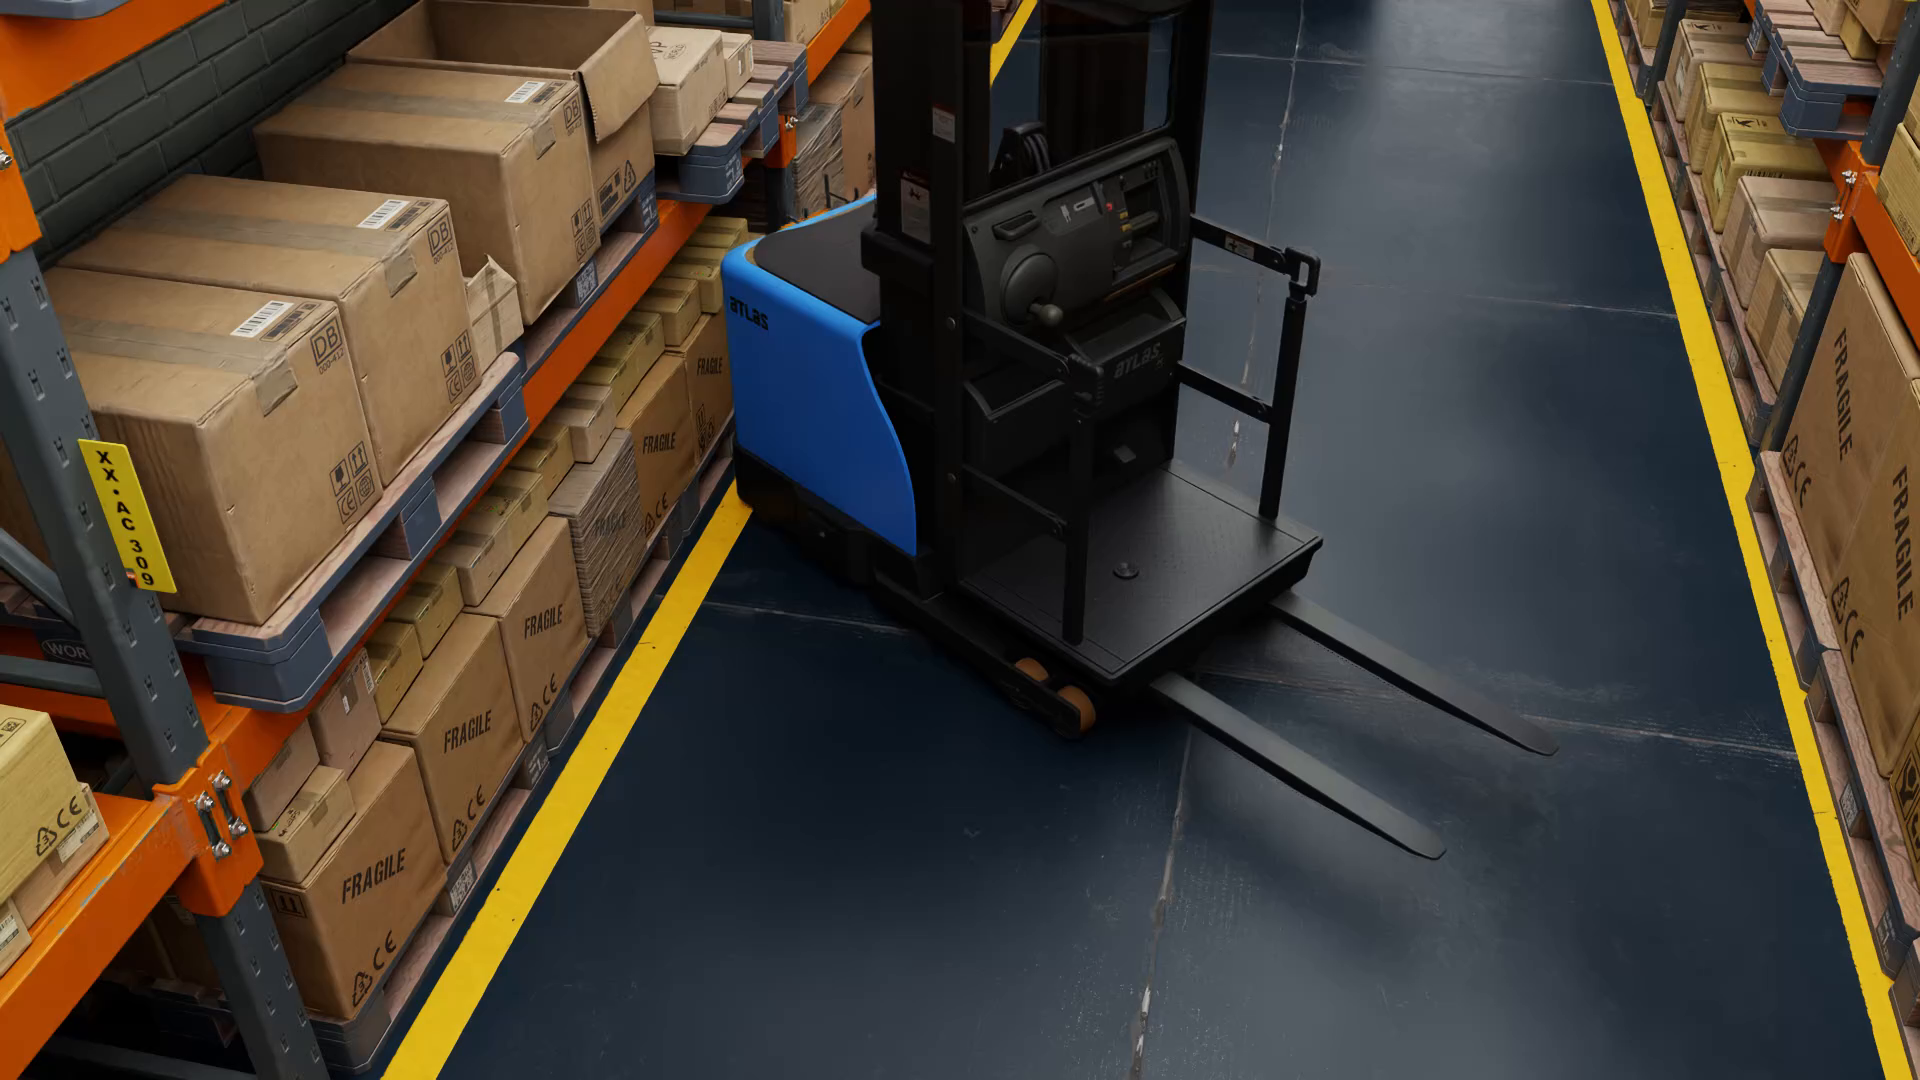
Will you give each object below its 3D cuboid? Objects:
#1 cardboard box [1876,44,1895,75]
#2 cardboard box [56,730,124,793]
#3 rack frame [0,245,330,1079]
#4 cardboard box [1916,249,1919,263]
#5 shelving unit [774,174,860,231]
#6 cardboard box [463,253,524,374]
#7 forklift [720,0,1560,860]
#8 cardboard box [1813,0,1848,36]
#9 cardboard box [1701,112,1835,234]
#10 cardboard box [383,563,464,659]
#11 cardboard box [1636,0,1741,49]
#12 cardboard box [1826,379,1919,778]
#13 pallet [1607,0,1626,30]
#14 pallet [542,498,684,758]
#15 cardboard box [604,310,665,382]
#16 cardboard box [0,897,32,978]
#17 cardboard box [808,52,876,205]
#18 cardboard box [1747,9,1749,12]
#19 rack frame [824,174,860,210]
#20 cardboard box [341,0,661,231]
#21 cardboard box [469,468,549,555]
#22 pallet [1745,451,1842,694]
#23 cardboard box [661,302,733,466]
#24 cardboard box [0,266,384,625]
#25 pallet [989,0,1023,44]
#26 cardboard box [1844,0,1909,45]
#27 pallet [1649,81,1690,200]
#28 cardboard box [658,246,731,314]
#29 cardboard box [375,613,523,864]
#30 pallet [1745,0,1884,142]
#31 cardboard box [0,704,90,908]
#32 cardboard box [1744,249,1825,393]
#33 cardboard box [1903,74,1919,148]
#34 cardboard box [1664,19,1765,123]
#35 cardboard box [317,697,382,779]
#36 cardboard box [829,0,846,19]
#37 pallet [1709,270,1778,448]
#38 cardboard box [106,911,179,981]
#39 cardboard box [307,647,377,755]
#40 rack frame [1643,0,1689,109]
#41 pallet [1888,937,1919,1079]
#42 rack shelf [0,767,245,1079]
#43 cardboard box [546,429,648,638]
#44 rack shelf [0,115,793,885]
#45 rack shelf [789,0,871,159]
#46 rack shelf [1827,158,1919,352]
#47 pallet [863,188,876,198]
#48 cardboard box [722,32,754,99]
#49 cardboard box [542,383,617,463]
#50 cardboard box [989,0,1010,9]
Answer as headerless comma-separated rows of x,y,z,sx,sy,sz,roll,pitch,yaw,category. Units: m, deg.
3.505,-1.711,5.912,0.380,0.149,0.250,9,37,12,cardboard box
-2.243,0.580,4.113,0.380,0.149,0.250,6,36,8,cardboard box
-2.040,0.247,3.353,1.000,3.000,0.127,7,37,10,rack frame
3.222,-0.819,4.952,0.500,0.250,0.500,6,36,9,cardboard box
-0.521,-0.890,6.571,0.252,1.050,0.215,-30,44,-32,shelving unit
-1.368,-0.617,4.301,0.396,0.266,0.258,9,37,12,cardboard box
0.524,-0.891,4.982,1.130,2.935,3.031,-29,45,-34,forklift
3.501,-2.024,6.343,0.380,0.149,0.250,7,37,10,cardboard box
4.112,-1.713,7.938,0.950,0.372,0.625,8,37,12,cardboard box
-1.631,0.179,4.667,0.380,0.149,0.250,7,36,9,cardboard box
4.382,-3.148,10.023,0.500,0.250,0.500,9,37,12,cardboard box
3.241,0.161,4.925,0.875,0.875,0.875,8,37,11,cardboard box
4.886,-3.681,11.149,1.003,0.211,1.213,7,37,10,pallet
-1.645,0.204,5.789,1.003,0.211,1.213,7,37,10,pallet
-1.272,-0.700,5.879,0.380,0.149,0.250,8,37,11,cardboard box
-1.896,0.716,2.921,0.380,0.149,0.250,8,37,11,cardboard box
-0.907,-1.986,8.099,0.875,0.625,0.625,8,37,11,cardboard box
4.909,-3.384,9.709,0.500,0.500,0.500,9,37,12,cardboard box
-0.431,-0.942,6.636,0.008,1.050,0.200,-30,44,-32,rack frame
-1.354,-1.299,5.040,0.797,0.503,0.637,7,36,9,cardboard box
-1.486,-0.102,5.054,0.380,0.149,0.250,9,37,12,cardboard box
3.422,0.146,5.869,1.003,0.211,1.213,7,37,10,pallet
-1.183,-0.649,6.361,0.500,0.500,0.500,7,36,9,cardboard box
-1.718,-0.212,3.544,0.700,0.500,0.500,8,37,11,cardboard box
-0.120,-3.661,11.121,1.003,0.211,1.213,7,37,10,pallet
3.490,-2.052,5.829,0.500,0.500,0.500,6,36,9,cardboard box
4.354,-2.143,9.027,1.003,0.211,1.213,7,37,10,pallet
-1.072,-0.991,6.281,0.380,0.149,0.250,6,36,8,cardboard box
-1.613,0.534,4.729,0.500,0.500,0.500,7,36,9,cardboard box
3.713,-1.770,6.300,1.213,0.211,1.003,7,37,10,pallet
-1.910,0.510,2.864,0.500,0.250,0.500,8,37,11,cardboard box
3.795,-0.854,6.754,0.950,0.372,0.625,5,36,7,cardboard box
3.315,-1.308,5.200,0.500,0.250,0.500,7,37,10,cardboard box
4.409,-2.524,9.058,0.950,0.372,0.625,8,37,11,cardboard box
-1.720,0.486,4.243,0.380,0.149,0.250,6,36,9,cardboard box
-0.740,-2.496,7.266,0.500,0.250,0.500,7,36,9,cardboard box
3.833,-0.744,7.097,1.003,0.211,1.213,7,37,10,pallet
-2.224,0.771,4.402,0.500,0.500,0.500,7,37,10,cardboard box
-1.695,0.379,4.137,0.380,0.149,0.250,6,36,8,cardboard box
4.519,-3.719,8.825,1.000,3.000,0.127,7,37,10,rack frame
2.901,1.545,3.939,1.003,0.211,1.213,7,37,10,pallet
-2.467,1.685,1.982,1.077,0.370,4.000,7,37,10,rack shelf
-1.385,-0.048,5.533,0.500,0.500,0.500,6,36,8,cardboard box
-1.613,-0.608,5.146,1.077,0.370,4.000,7,37,10,rack shelf
-0.758,-2.901,8.310,1.077,0.370,4.000,7,37,10,rack shelf
3.237,0.012,4.290,1.077,0.370,4.000,7,37,10,rack shelf
-0.972,-1.384,7.979,1.003,0.211,1.213,7,37,10,pallet
-0.951,-1.689,5.881,0.380,0.149,0.250,8,37,11,cardboard box
-1.354,-0.395,5.458,0.380,0.149,0.250,6,36,8,cardboard box
0.096,-3.631,10.690,0.500,0.250,0.500,8,37,10,cardboard box
